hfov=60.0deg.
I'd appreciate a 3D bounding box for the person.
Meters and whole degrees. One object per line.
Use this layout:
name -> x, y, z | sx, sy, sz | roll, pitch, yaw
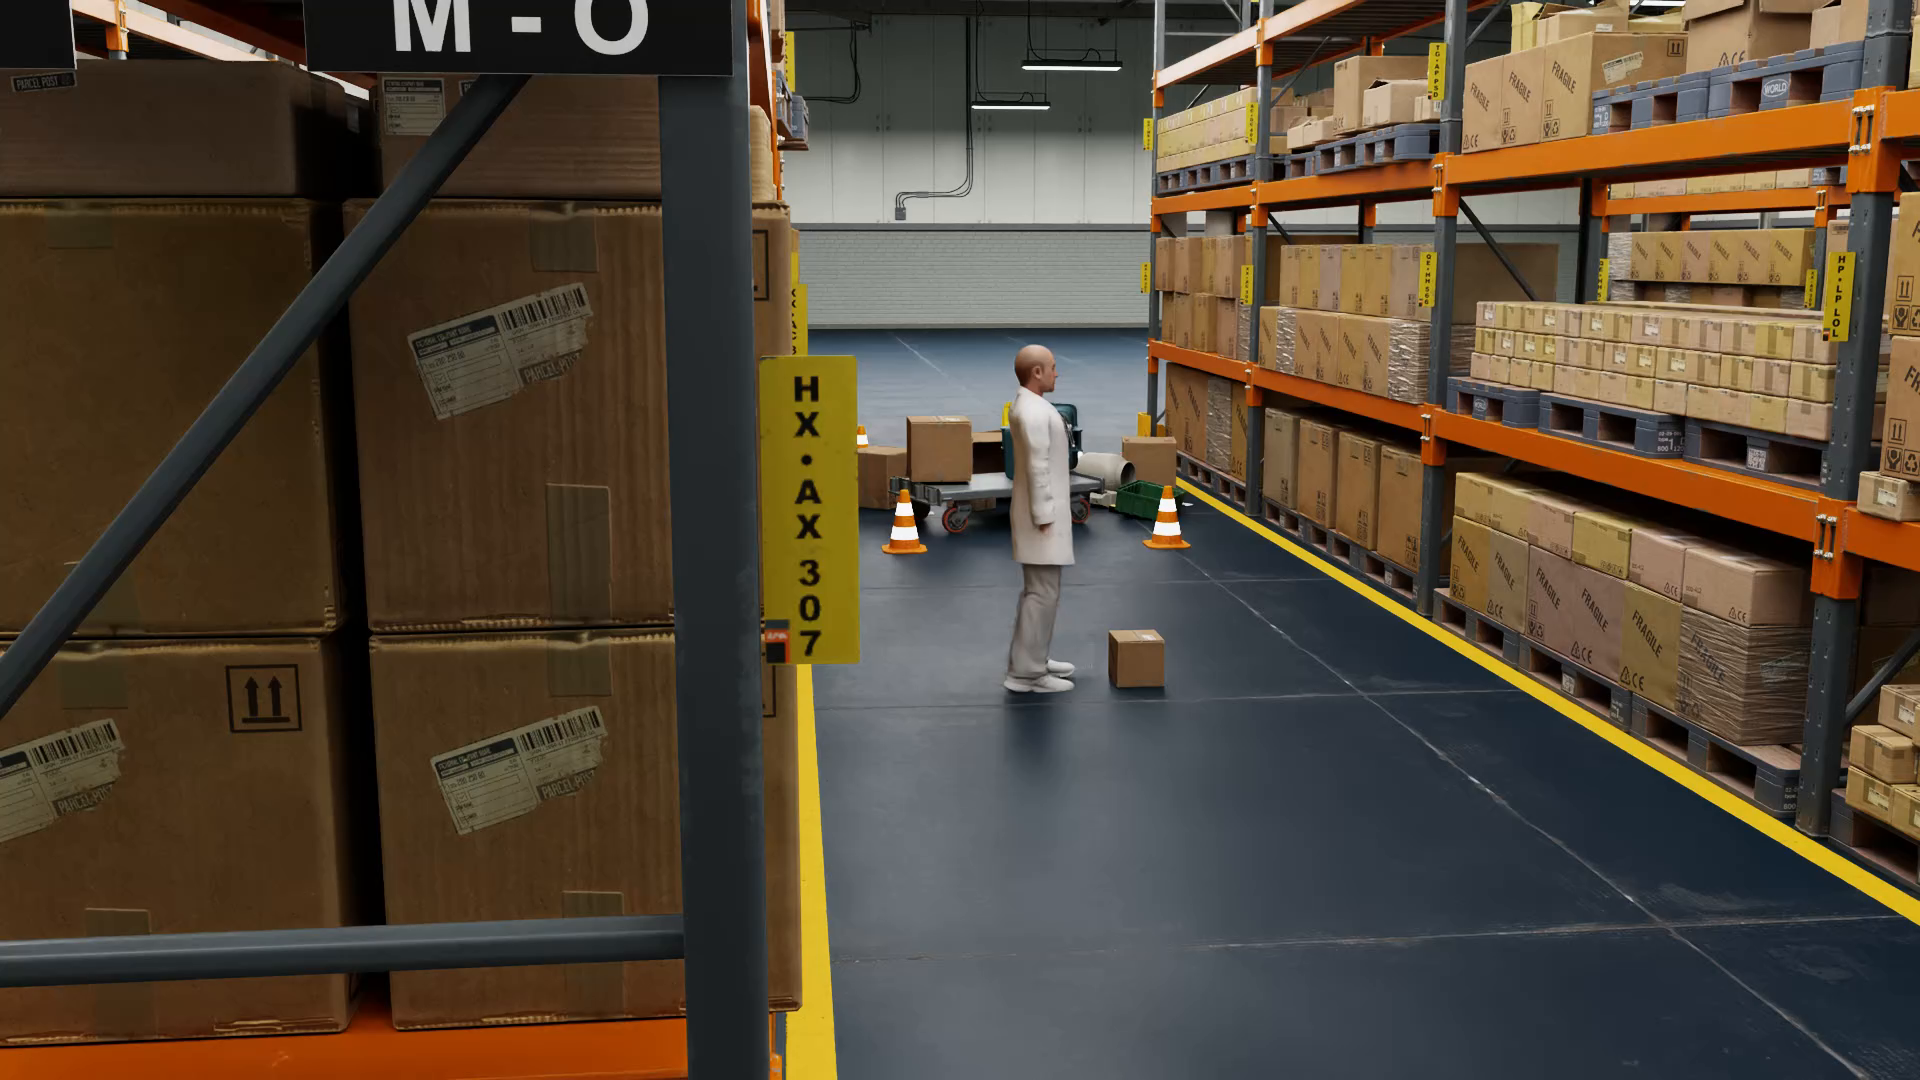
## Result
person -> 0.421, -0.111, 8.643 | 0.408, 1.794, 0.562 | -1, 10, -4
